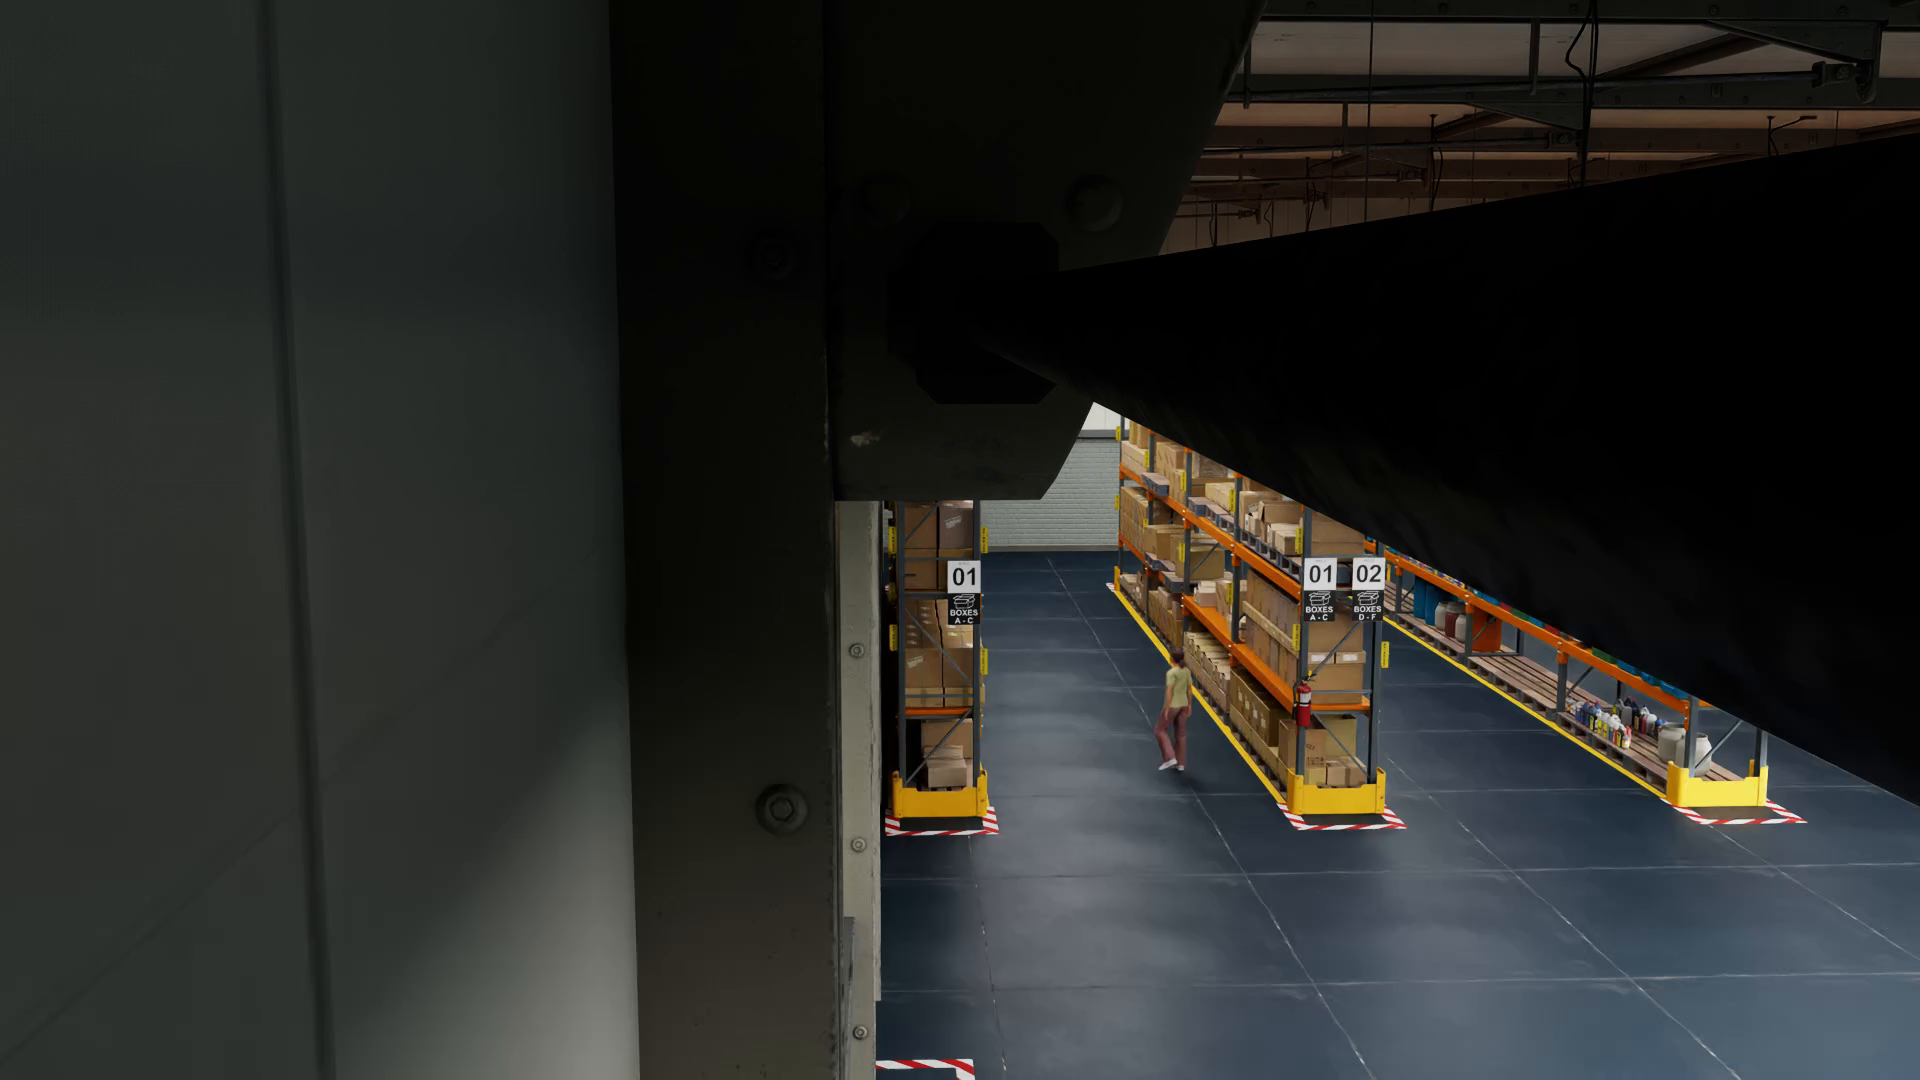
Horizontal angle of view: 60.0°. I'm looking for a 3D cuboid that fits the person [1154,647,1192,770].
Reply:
[{"bbox_3d":[2.916,2.285,22.500,0.491,1.681,0.399,-5,10,-33],"label":"person"}]
